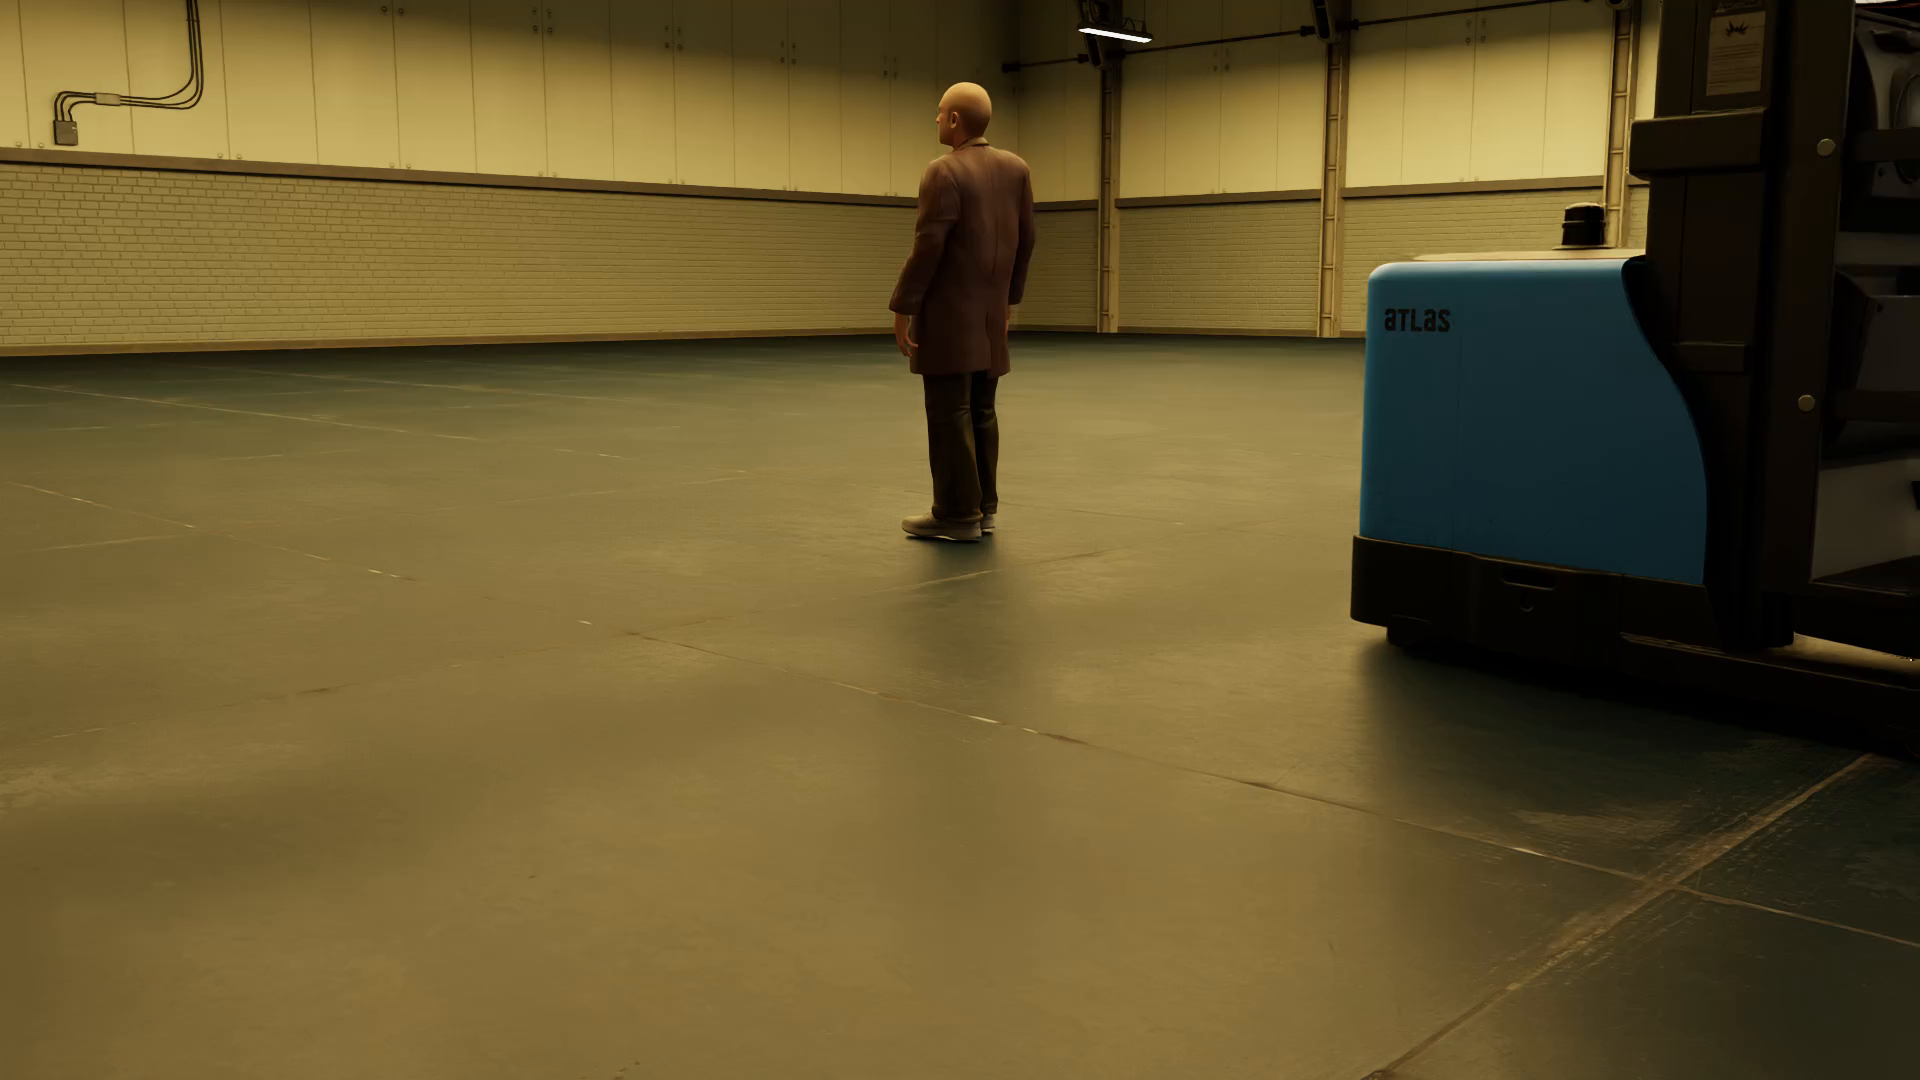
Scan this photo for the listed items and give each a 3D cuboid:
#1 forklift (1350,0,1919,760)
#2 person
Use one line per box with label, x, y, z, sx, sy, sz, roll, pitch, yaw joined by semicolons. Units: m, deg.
forklift;2.432;-1.030;3.713;1.130;2.935;3.031;-7;11;-38
person;-0.063;-0.897;6.650;0.579;1.778;0.698;8;12;43
